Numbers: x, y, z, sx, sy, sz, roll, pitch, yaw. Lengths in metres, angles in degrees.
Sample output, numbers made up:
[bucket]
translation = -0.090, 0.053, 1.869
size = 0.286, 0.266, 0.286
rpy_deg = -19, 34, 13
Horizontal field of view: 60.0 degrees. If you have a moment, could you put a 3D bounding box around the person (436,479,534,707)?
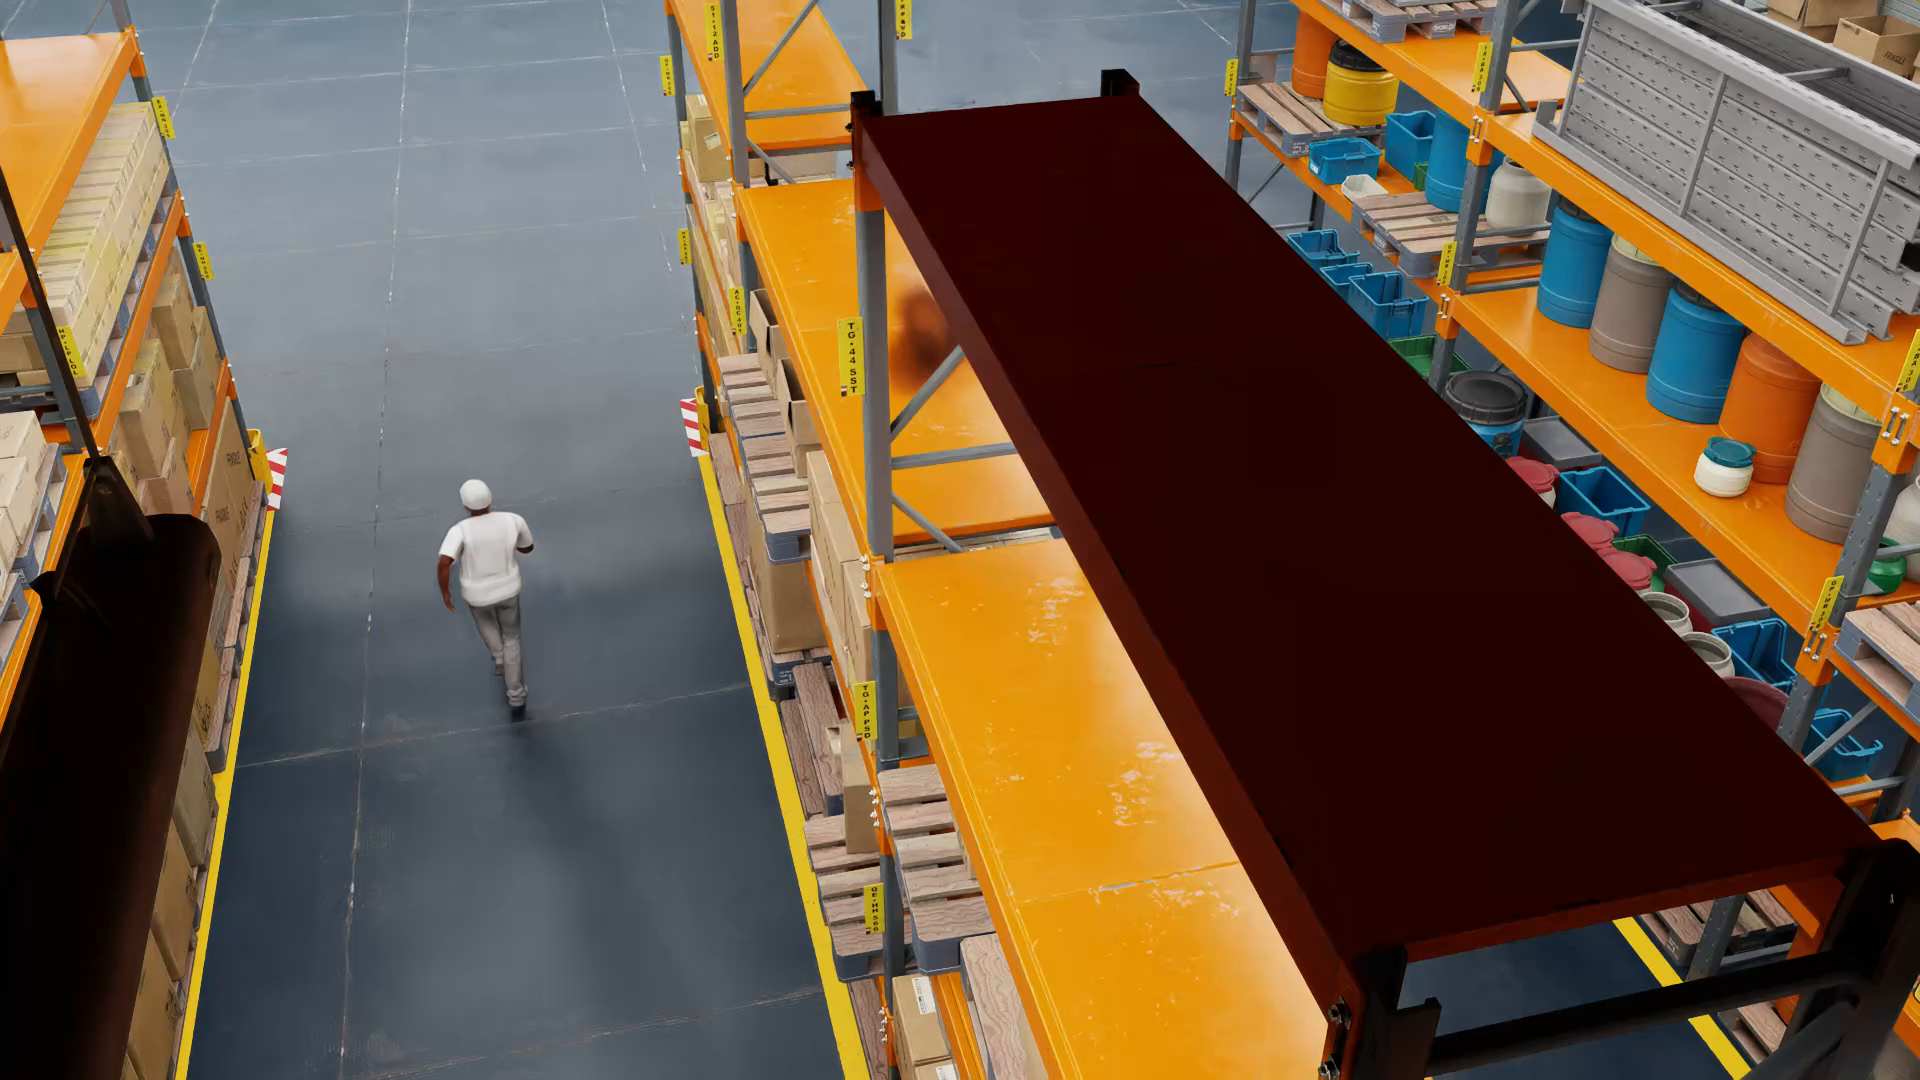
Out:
[person]
translation = -3.387, 0.362, 12.008
size = 0.733, 1.747, 0.803
rpy_deg = -16, 37, -21
